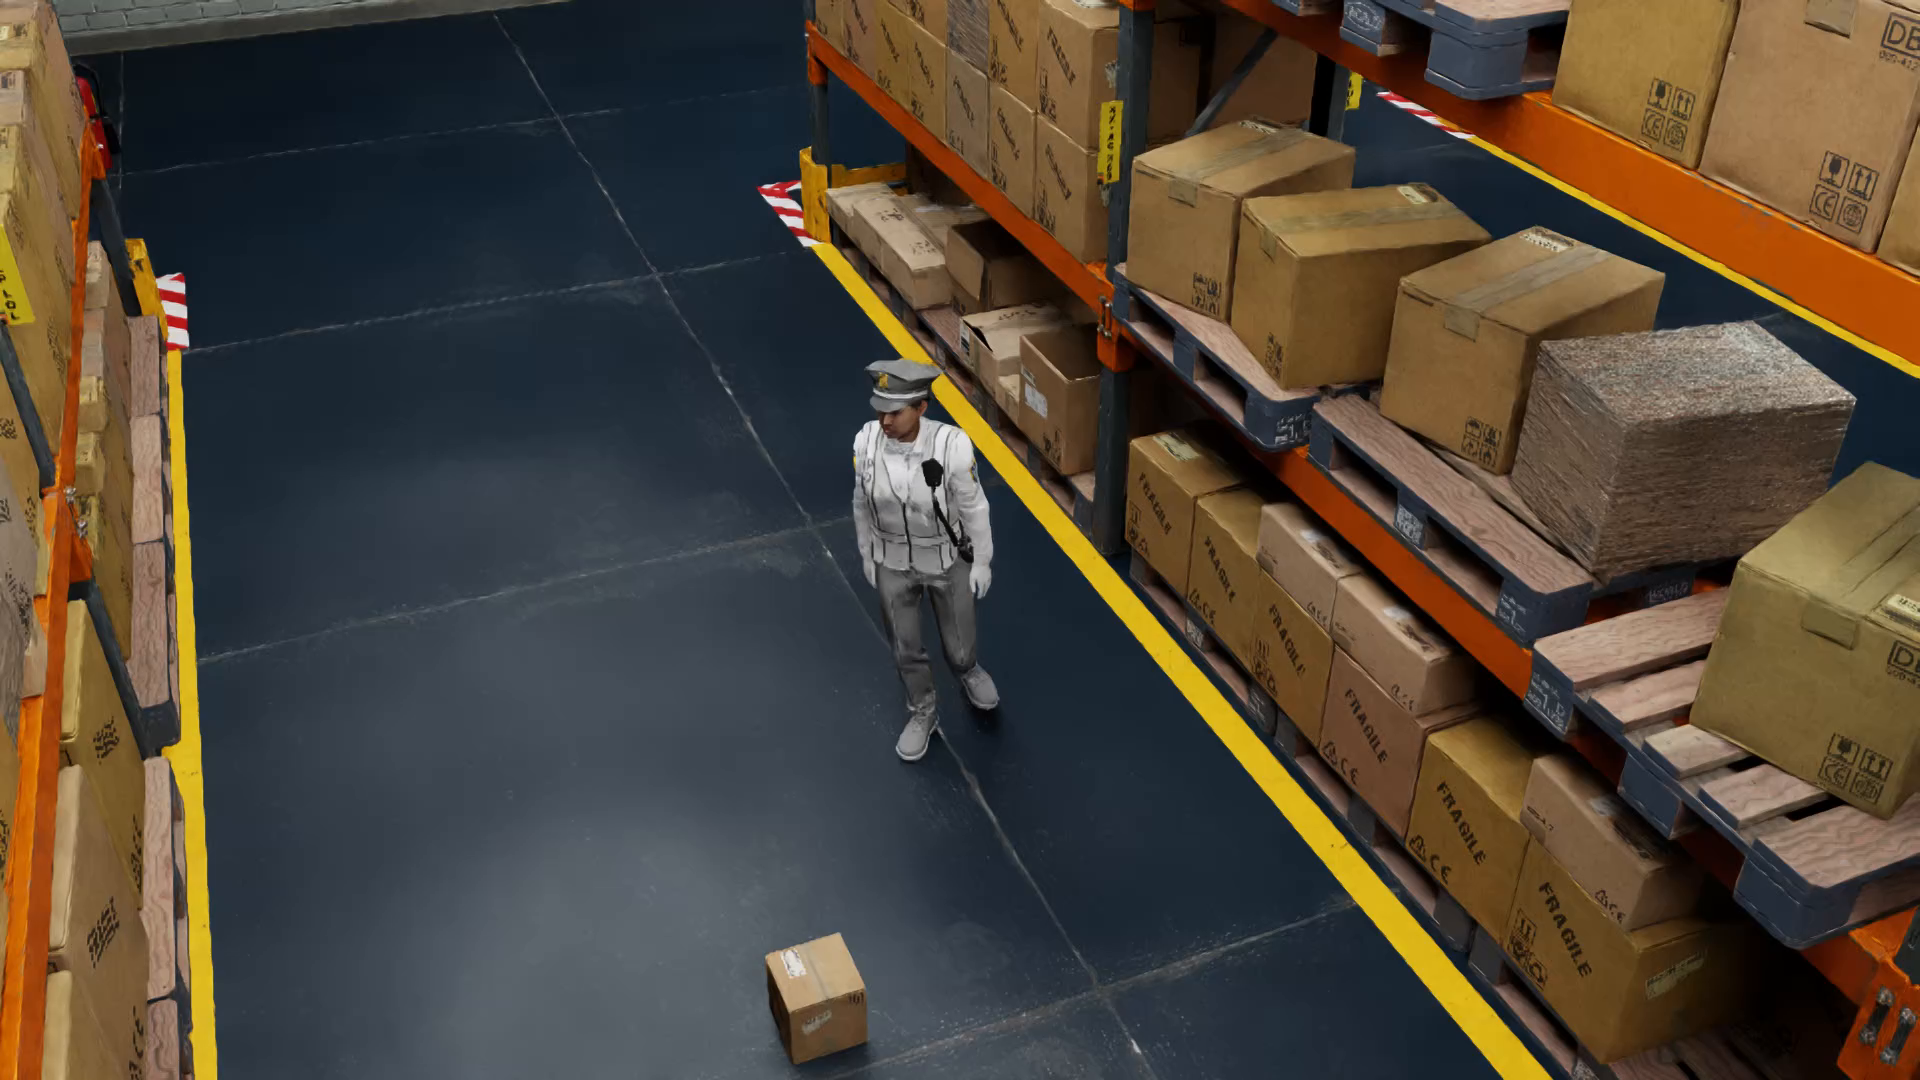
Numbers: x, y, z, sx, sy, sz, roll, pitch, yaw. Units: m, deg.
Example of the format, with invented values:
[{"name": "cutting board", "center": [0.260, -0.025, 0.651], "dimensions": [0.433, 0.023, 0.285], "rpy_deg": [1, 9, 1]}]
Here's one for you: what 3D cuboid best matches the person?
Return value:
[{"name": "person", "center": [-0.125, 0.039, 6.067], "dimensions": [0.522, 1.670, 0.512], "rpy_deg": [7, 34, 10]}]
